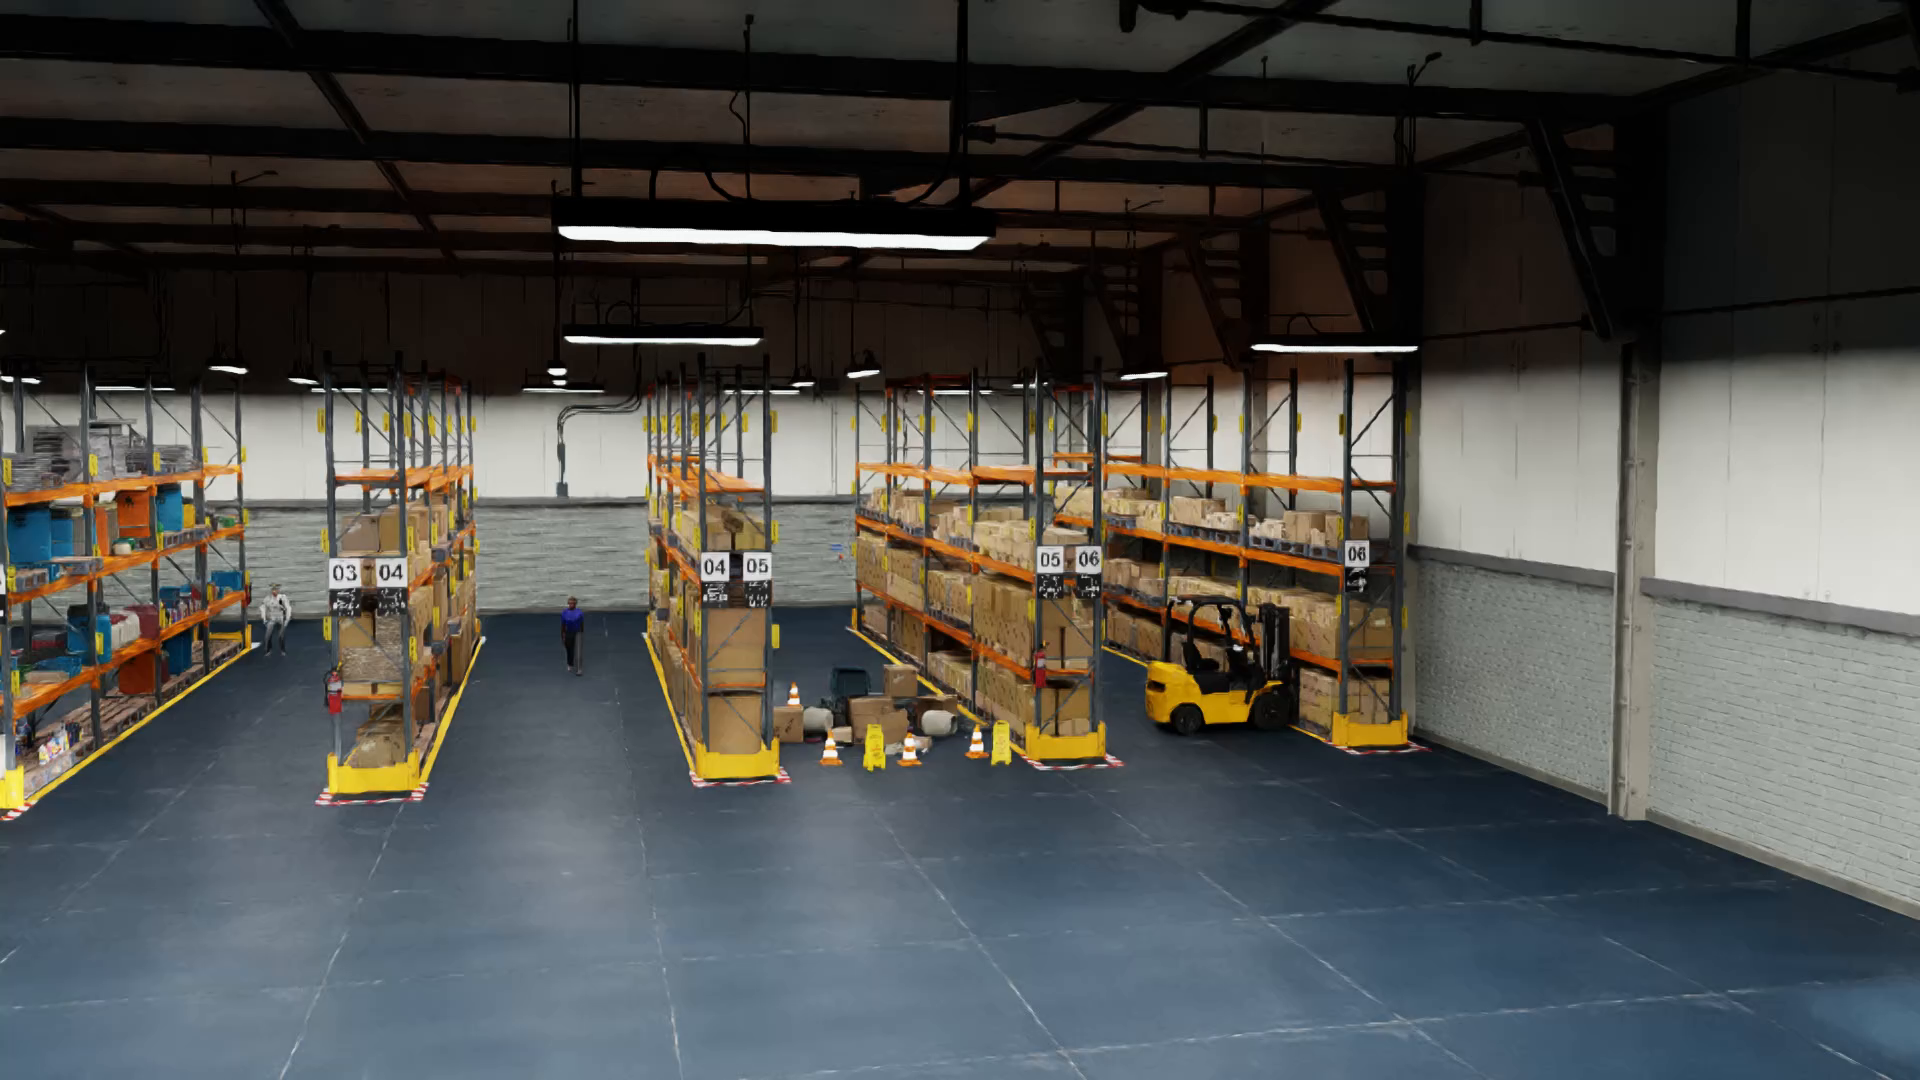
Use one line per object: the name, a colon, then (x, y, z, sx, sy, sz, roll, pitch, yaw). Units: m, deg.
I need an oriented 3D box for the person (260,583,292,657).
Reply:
person: (-14.677, 1.713, 35.678, 0.637, 1.632, 0.498, -1, 4, -15)

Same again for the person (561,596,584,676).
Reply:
person: (-7.735, 1.893, 33.182, 0.447, 1.570, 1.088, -1, 4, -11)

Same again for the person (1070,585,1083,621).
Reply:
person: (2.365, 1.756, 34.445, 0.577, 1.665, 0.555, 1, 4, 11)
